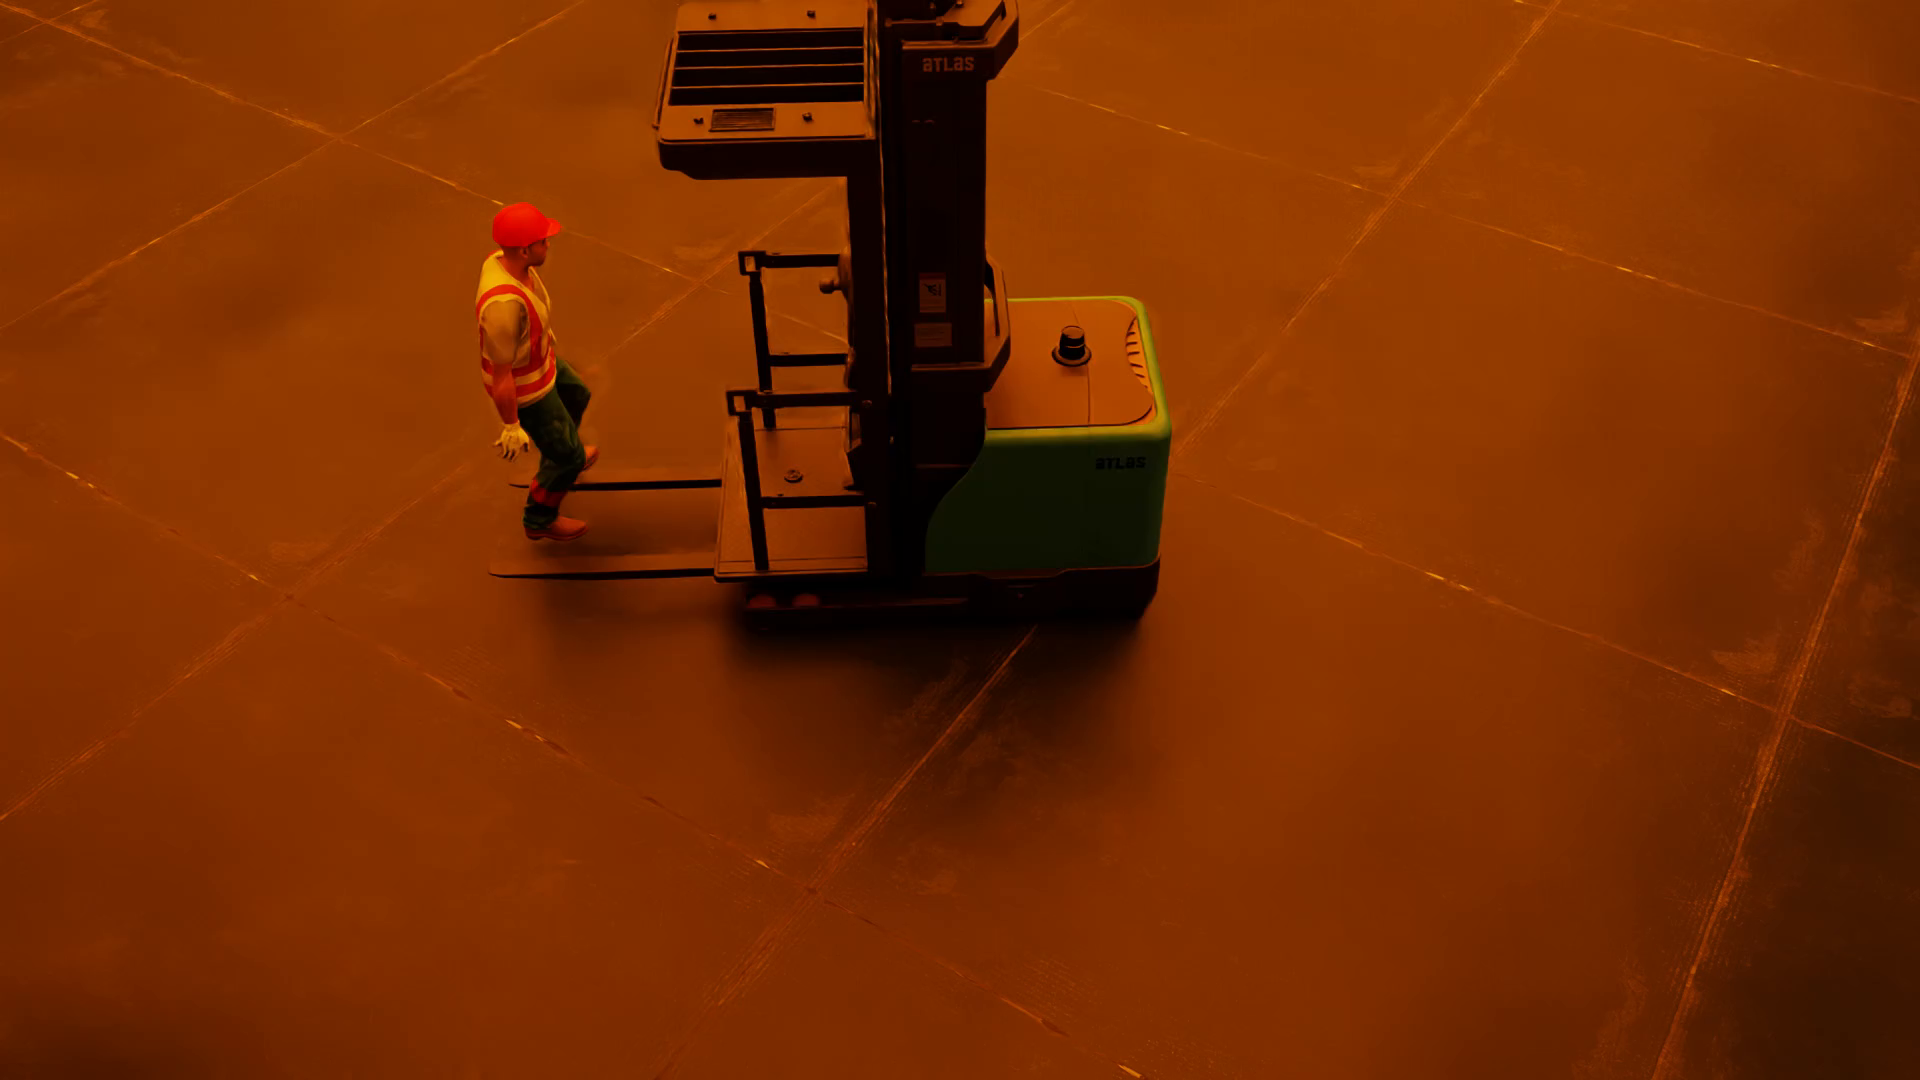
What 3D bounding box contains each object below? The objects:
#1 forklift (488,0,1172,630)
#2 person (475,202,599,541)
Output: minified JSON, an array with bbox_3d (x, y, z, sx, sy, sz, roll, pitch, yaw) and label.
[{"bbox_3d":[-0.631,-1.029,6.934,3.031,2.935,1.130,-2,44,-2],"label":"forklift"},{"bbox_3d":[-1.877,-0.742,7.377,0.444,1.708,0.830,-7,44,-7],"label":"person"}]
